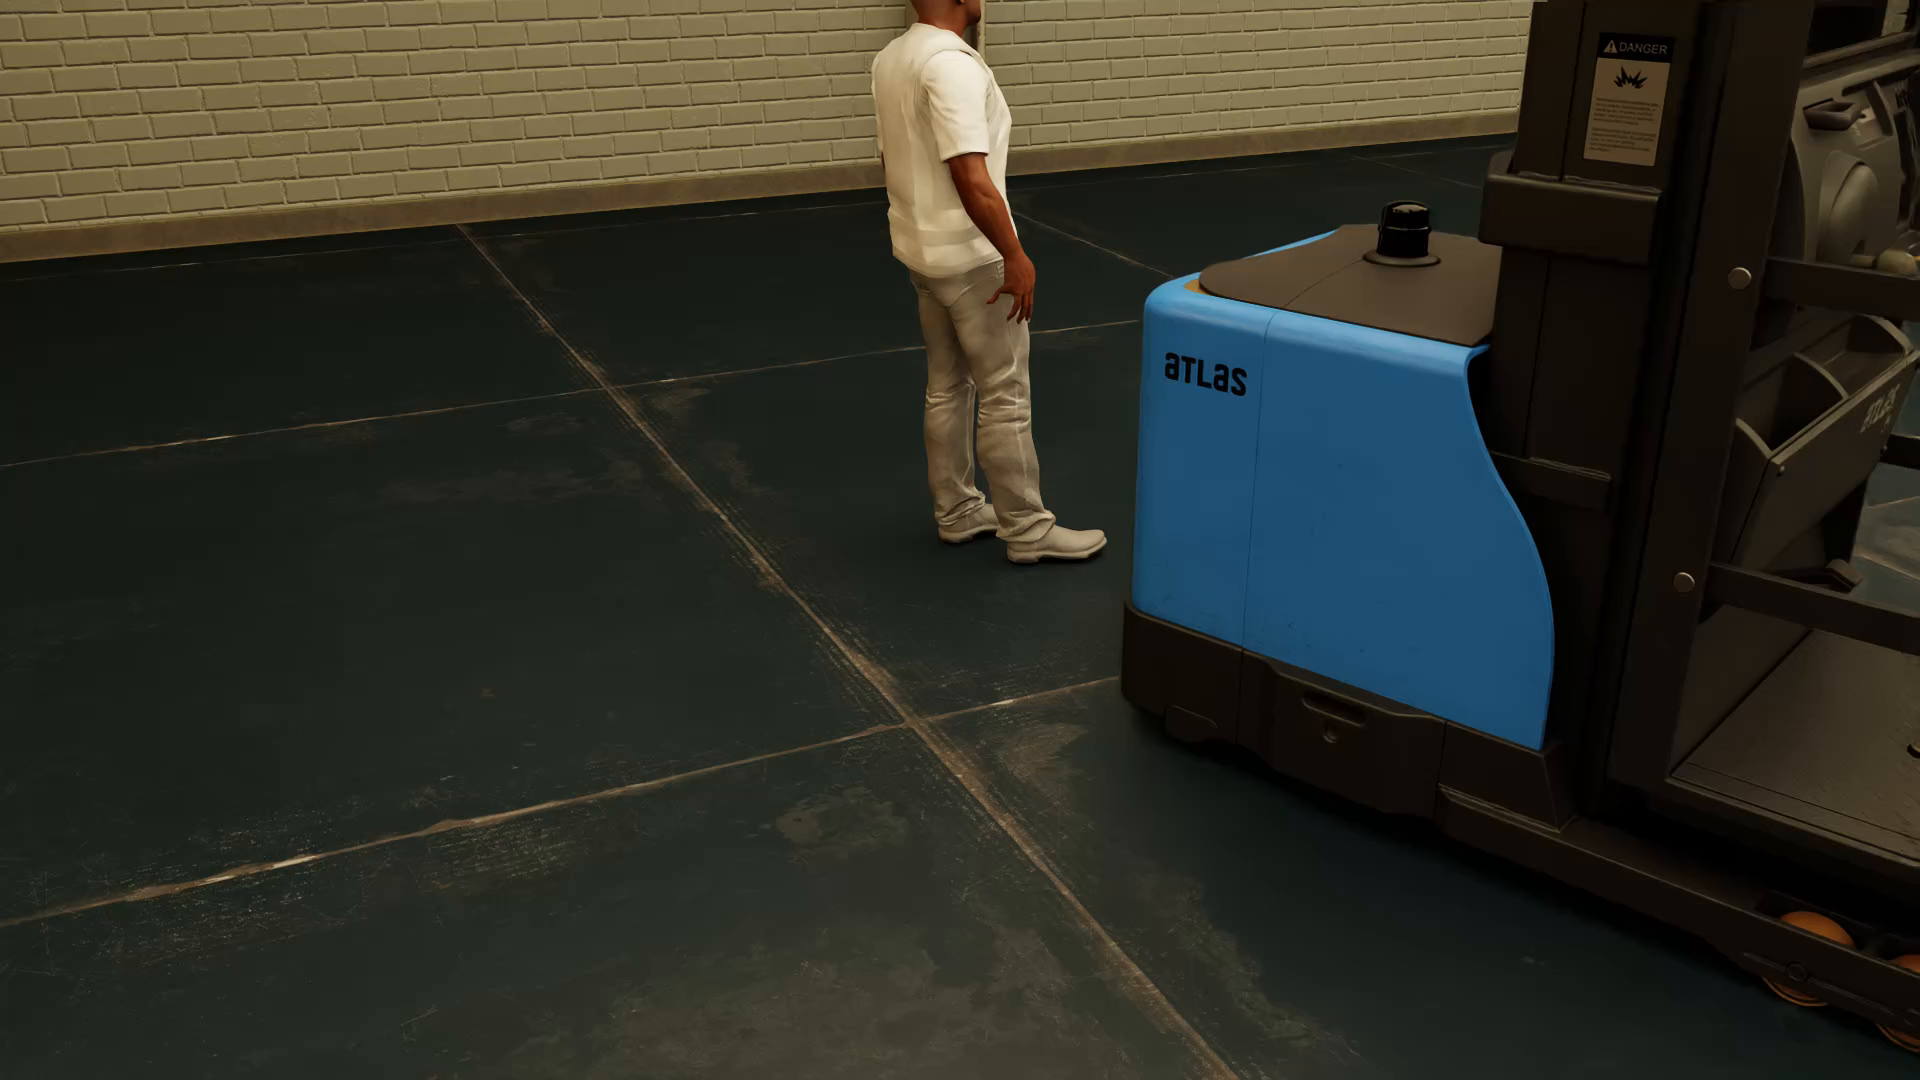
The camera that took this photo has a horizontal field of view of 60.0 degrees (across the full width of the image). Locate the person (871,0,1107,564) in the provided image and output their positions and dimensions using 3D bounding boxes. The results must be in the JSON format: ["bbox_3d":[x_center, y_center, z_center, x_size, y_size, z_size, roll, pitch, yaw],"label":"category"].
[{"bbox_3d":[0.065,-0.832,4.787,0.577,1.765,0.666,-10,25,-23],"label":"person"}]

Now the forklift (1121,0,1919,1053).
[{"bbox_3d":[1.824,-0.678,2.917,3.031,2.935,1.130,19,29,38],"label":"forklift"}]
